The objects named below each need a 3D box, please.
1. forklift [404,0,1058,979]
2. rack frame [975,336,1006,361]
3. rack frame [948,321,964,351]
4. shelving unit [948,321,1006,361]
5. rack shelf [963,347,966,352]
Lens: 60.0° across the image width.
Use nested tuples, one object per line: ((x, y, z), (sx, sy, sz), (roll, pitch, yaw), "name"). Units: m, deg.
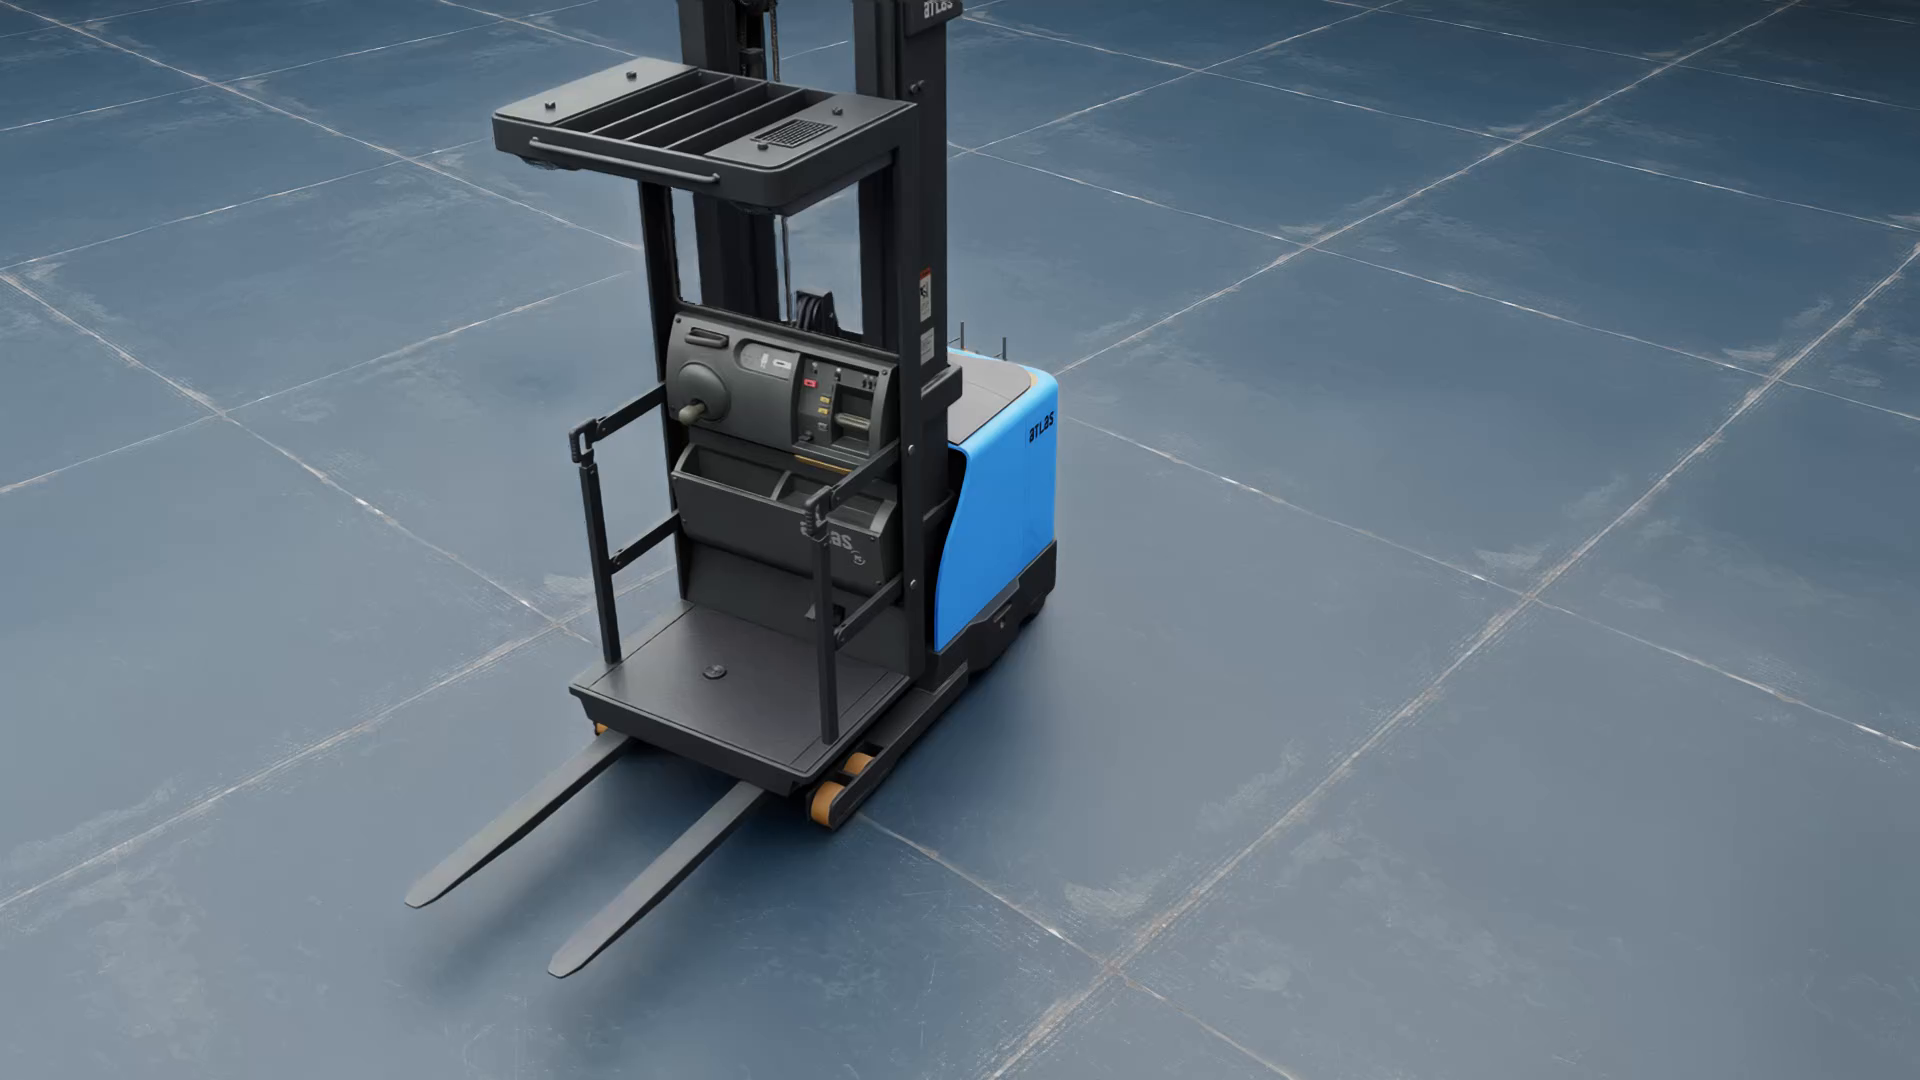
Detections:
((-0.754, -0.485, 5.714), (1.130, 2.935, 3.031), (17, 35, 25), "forklift")
((0.131, -0.390, 7.380), (0.008, 1.050, 0.200), (25, 39, 35), "rack frame")
((-0.051, -0.474, 7.519), (0.008, 1.050, 0.200), (25, 39, 35), "rack frame")
((0.040, -0.432, 7.449), (0.252, 1.050, 0.215), (25, 39, 35), "shelving unit")
((0.040, -0.666, 7.308), (0.240, 0.259, 0.215), (25, 39, 35), "rack shelf")
